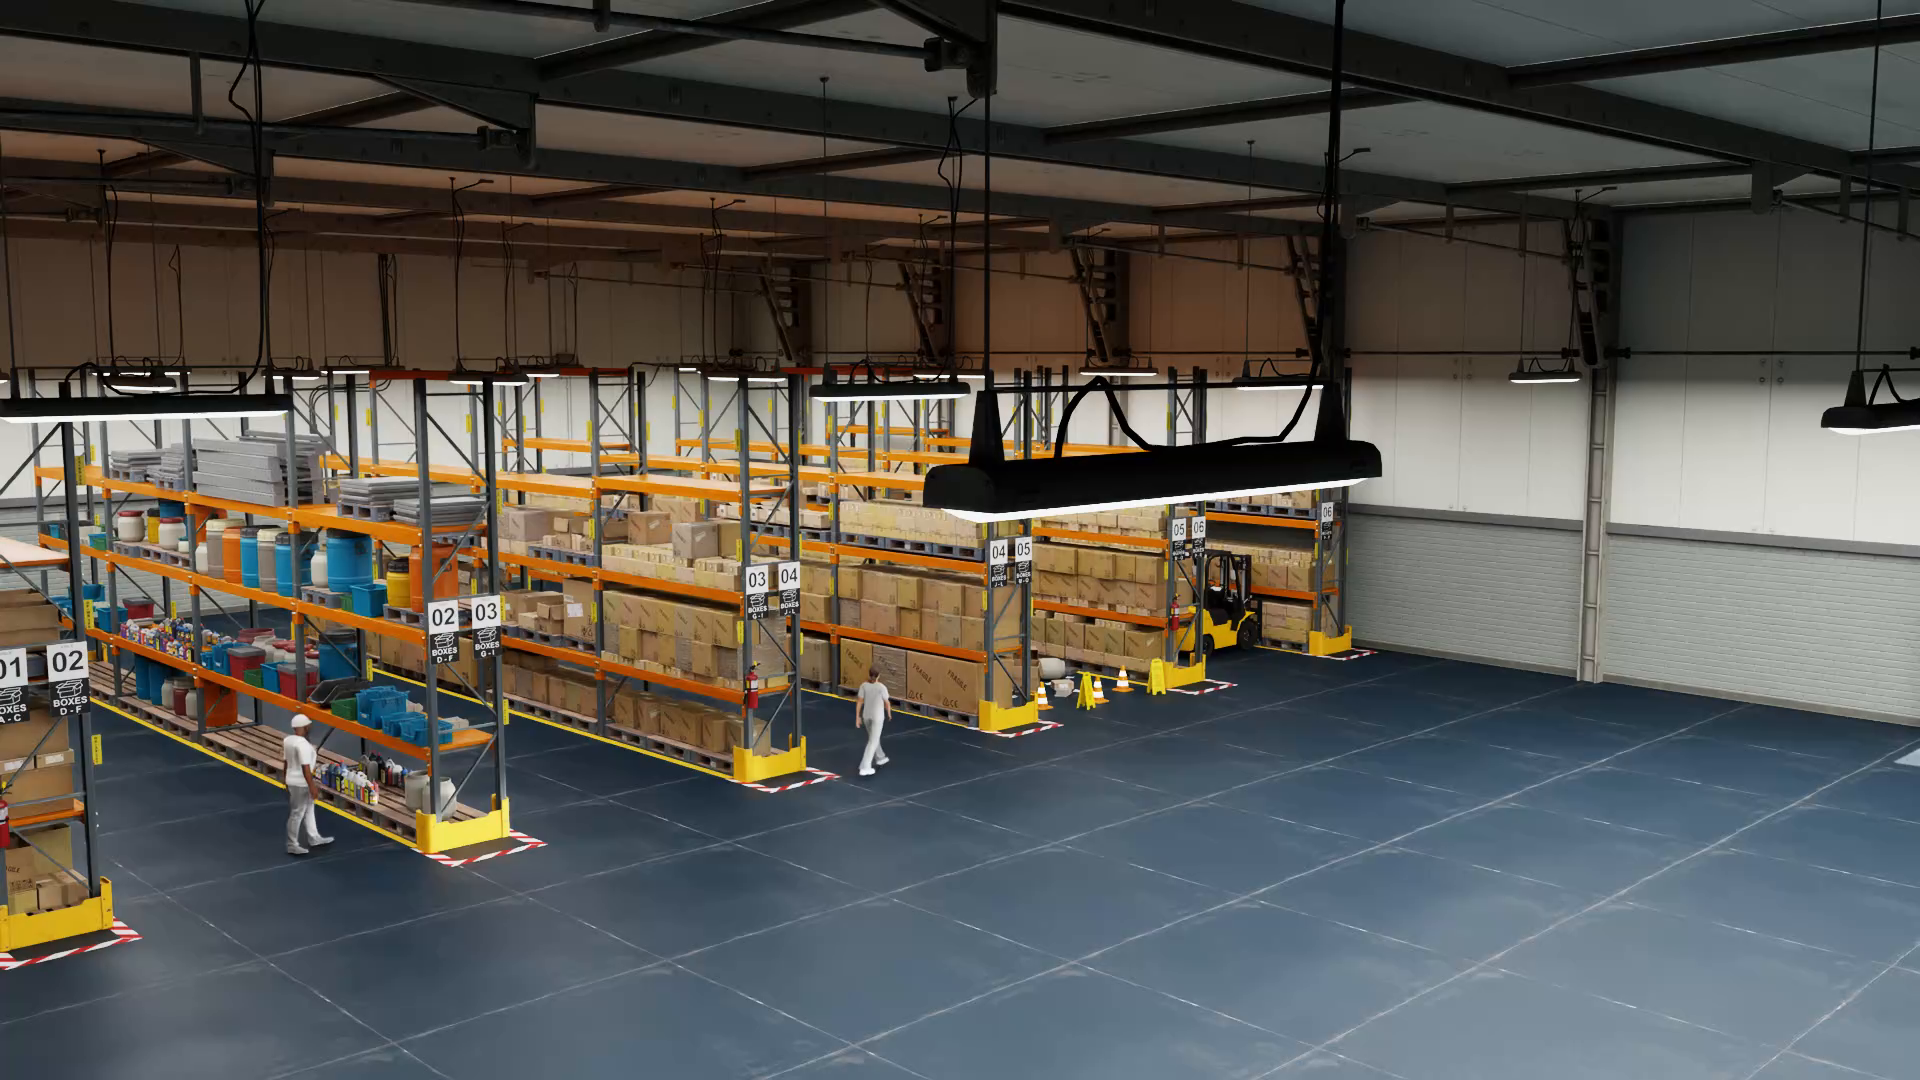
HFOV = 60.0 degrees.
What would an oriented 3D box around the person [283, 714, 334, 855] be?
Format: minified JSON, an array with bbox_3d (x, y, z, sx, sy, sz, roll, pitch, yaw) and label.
[{"bbox_3d":[-8.291,3.083,21.127,0.583,1.759,0.610,-3,7,-23],"label":"person"}]

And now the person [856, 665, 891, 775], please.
[{"bbox_3d":[-1.262,2.673,25.131,0.458,1.613,0.994,4,8,31],"label":"person"}]
